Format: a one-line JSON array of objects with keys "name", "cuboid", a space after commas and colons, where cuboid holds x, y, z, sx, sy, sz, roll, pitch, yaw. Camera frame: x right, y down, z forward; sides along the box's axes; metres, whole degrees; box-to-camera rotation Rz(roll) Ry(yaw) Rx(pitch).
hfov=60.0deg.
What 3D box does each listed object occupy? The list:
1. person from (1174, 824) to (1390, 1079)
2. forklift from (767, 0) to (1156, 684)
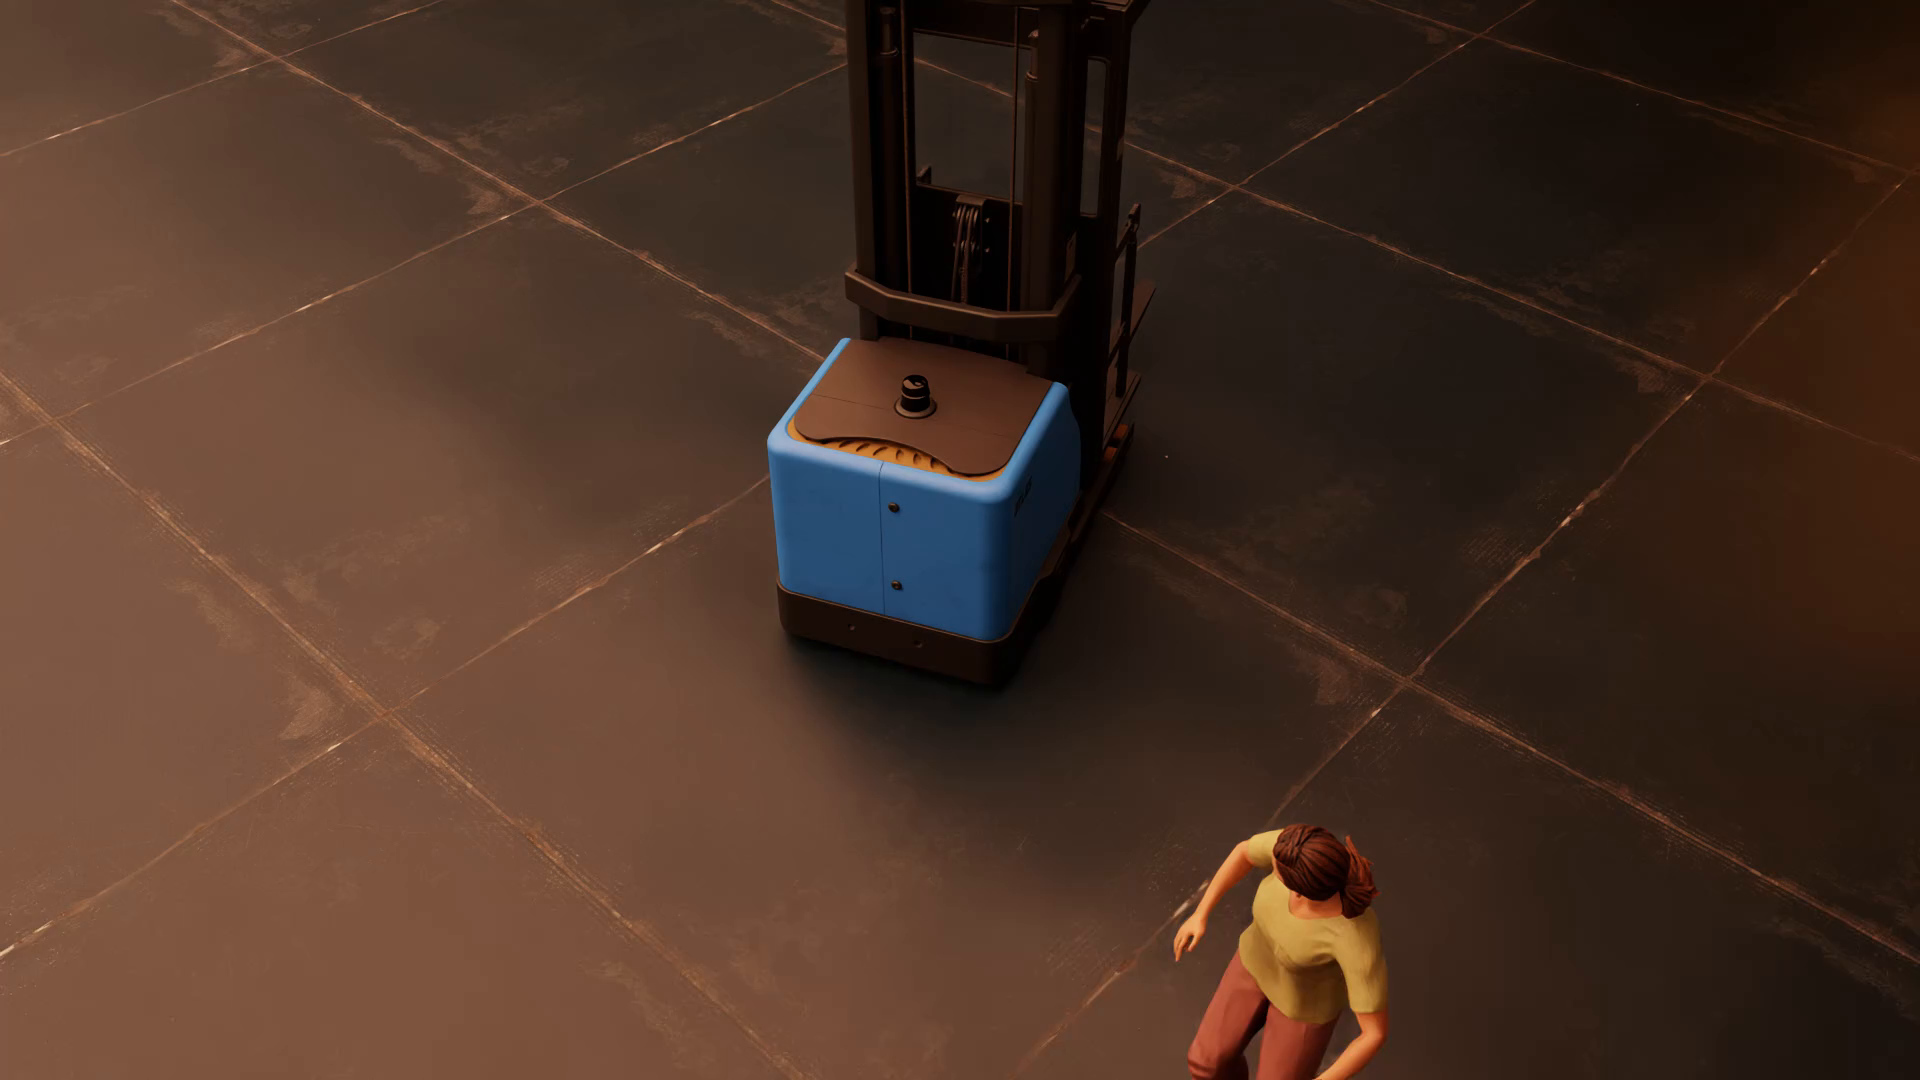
[{"name": "person", "cuboid": [0.919, 1.384, 4.858, 0.518, 1.621, 0.693, -25, 46, -26]}, {"name": "forklift", "cuboid": [0.211, -1.484, 7.158, 1.130, 2.935, 3.031, 14, 42, 15]}]
